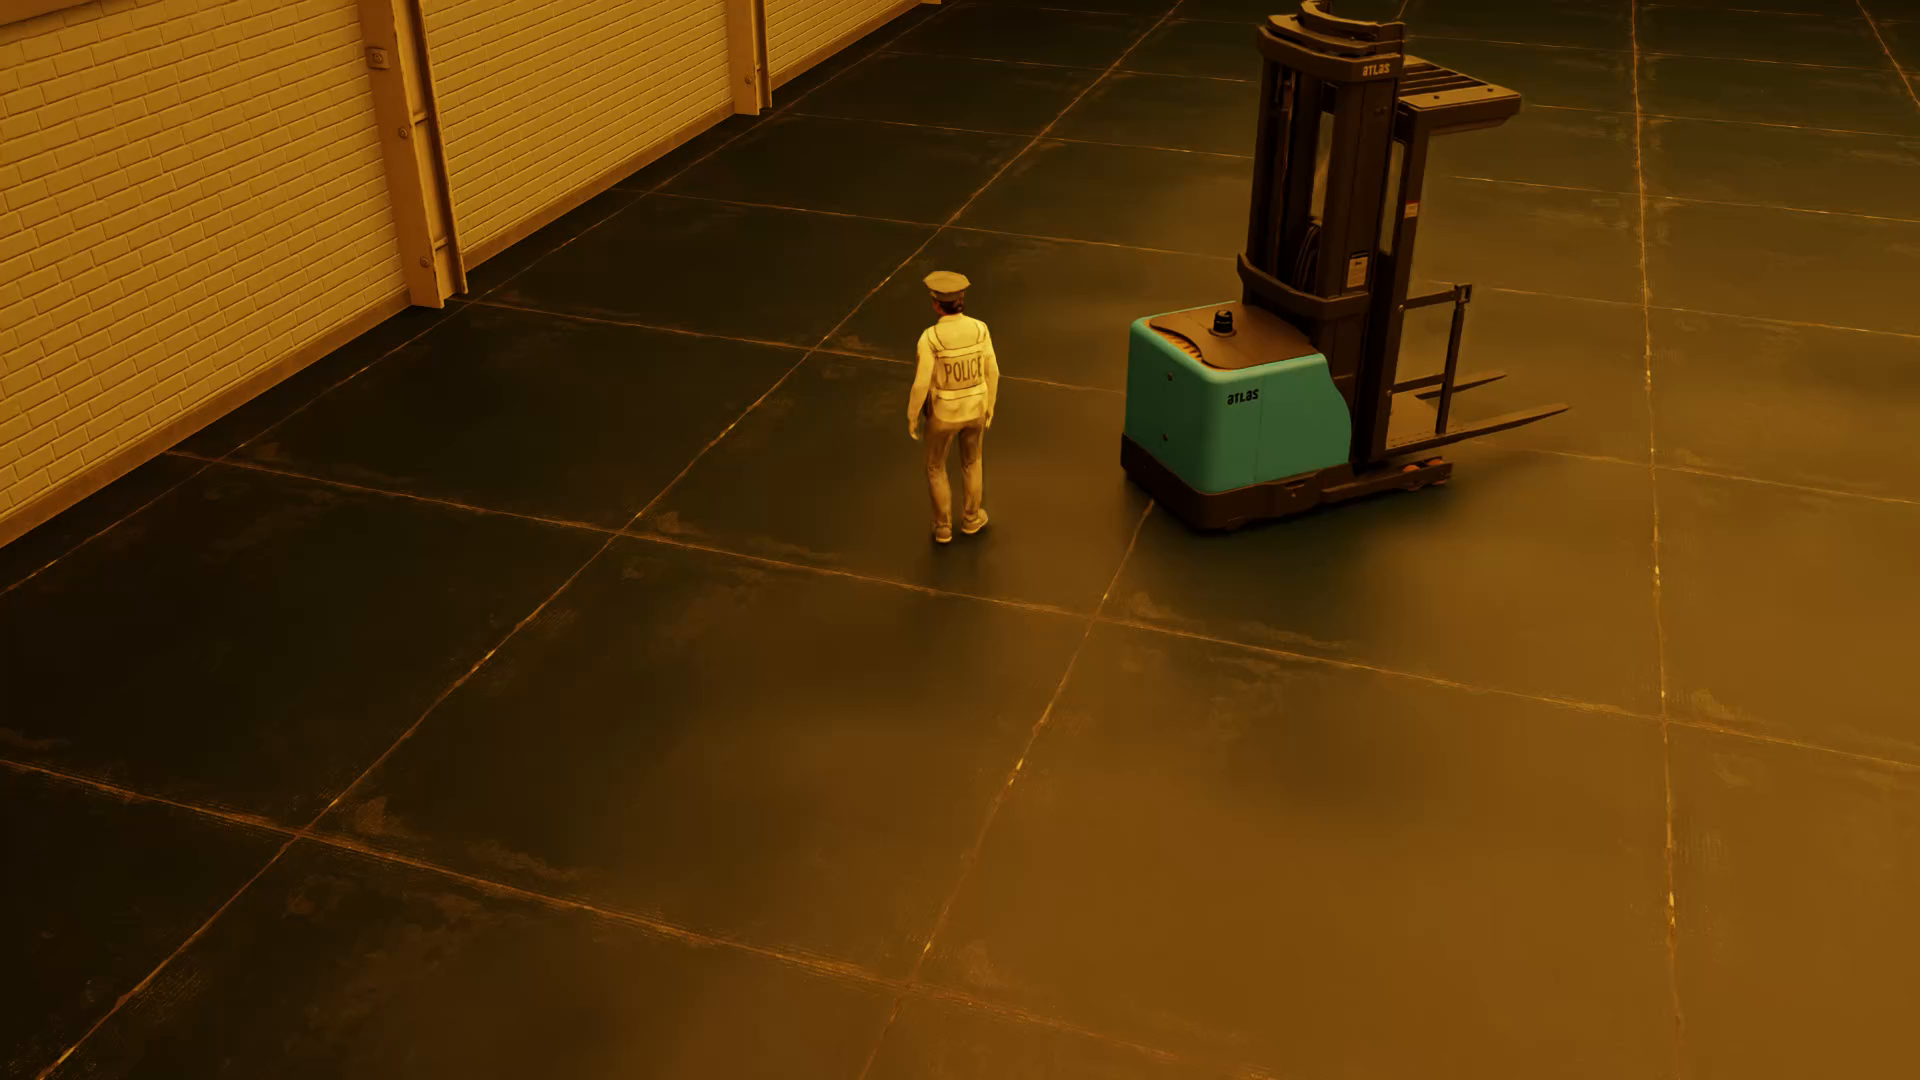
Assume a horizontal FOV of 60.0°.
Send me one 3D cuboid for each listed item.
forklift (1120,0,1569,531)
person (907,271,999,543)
[{"bbox_3d":[2.602,-1.809,10.309,3.031,2.935,1.130,-13,32,-22],"label":"forklift"},{"bbox_3d":[-0.041,-0.744,9.732,0.580,1.660,0.380,-14,33,-23],"label":"person"}]
